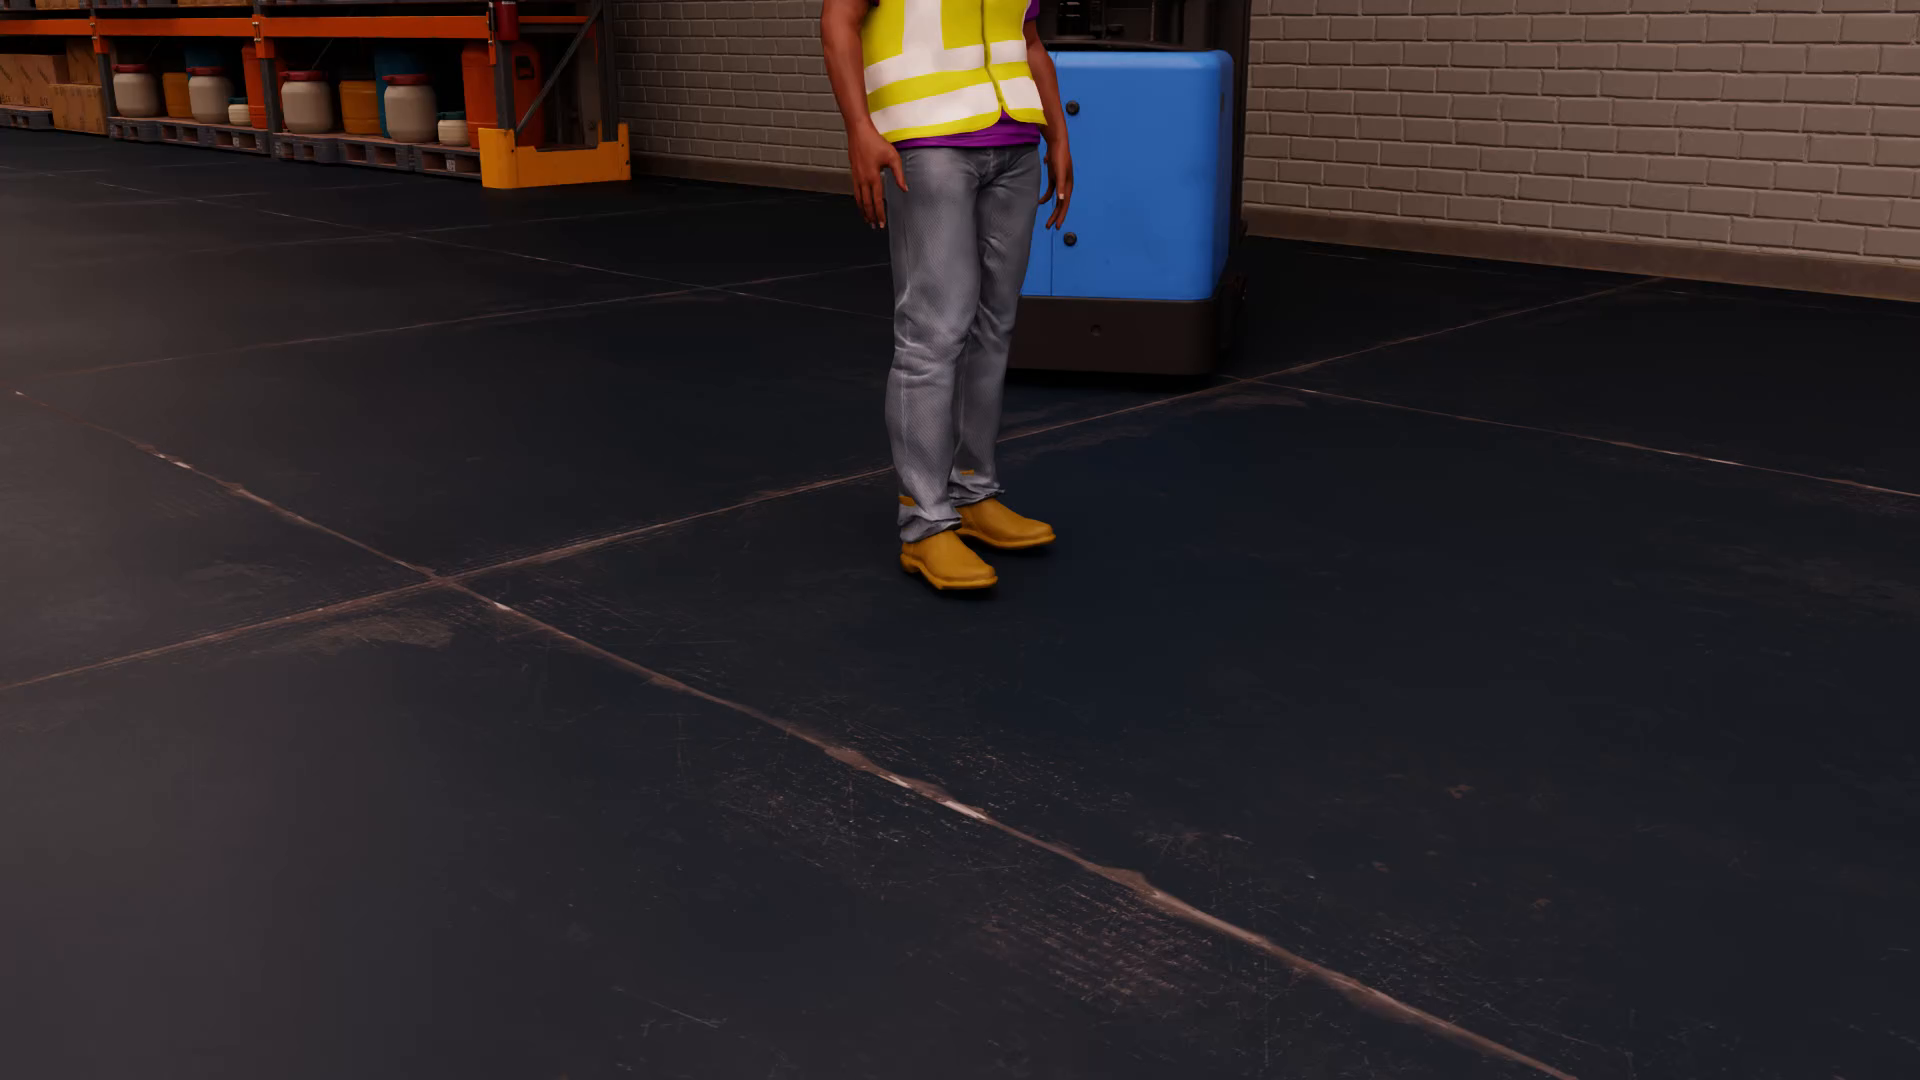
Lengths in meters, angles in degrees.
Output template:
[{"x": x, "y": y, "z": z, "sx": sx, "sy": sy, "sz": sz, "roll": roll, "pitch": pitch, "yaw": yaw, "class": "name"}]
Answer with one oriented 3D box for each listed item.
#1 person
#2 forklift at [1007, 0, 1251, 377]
[{"x": 0.045, "y": -0.835, "z": 3.581, "sx": 0.576, "sy": 1.766, "sz": 0.665, "roll": 16, "pitch": 23, "yaw": 42, "class": "person"}, {"x": 0.604, "y": -2.325, "z": 6.462, "sx": 1.130, "sy": 2.935, "sz": 3.031, "roll": 4, "pitch": 17, "yaw": 11, "class": "forklift"}]
